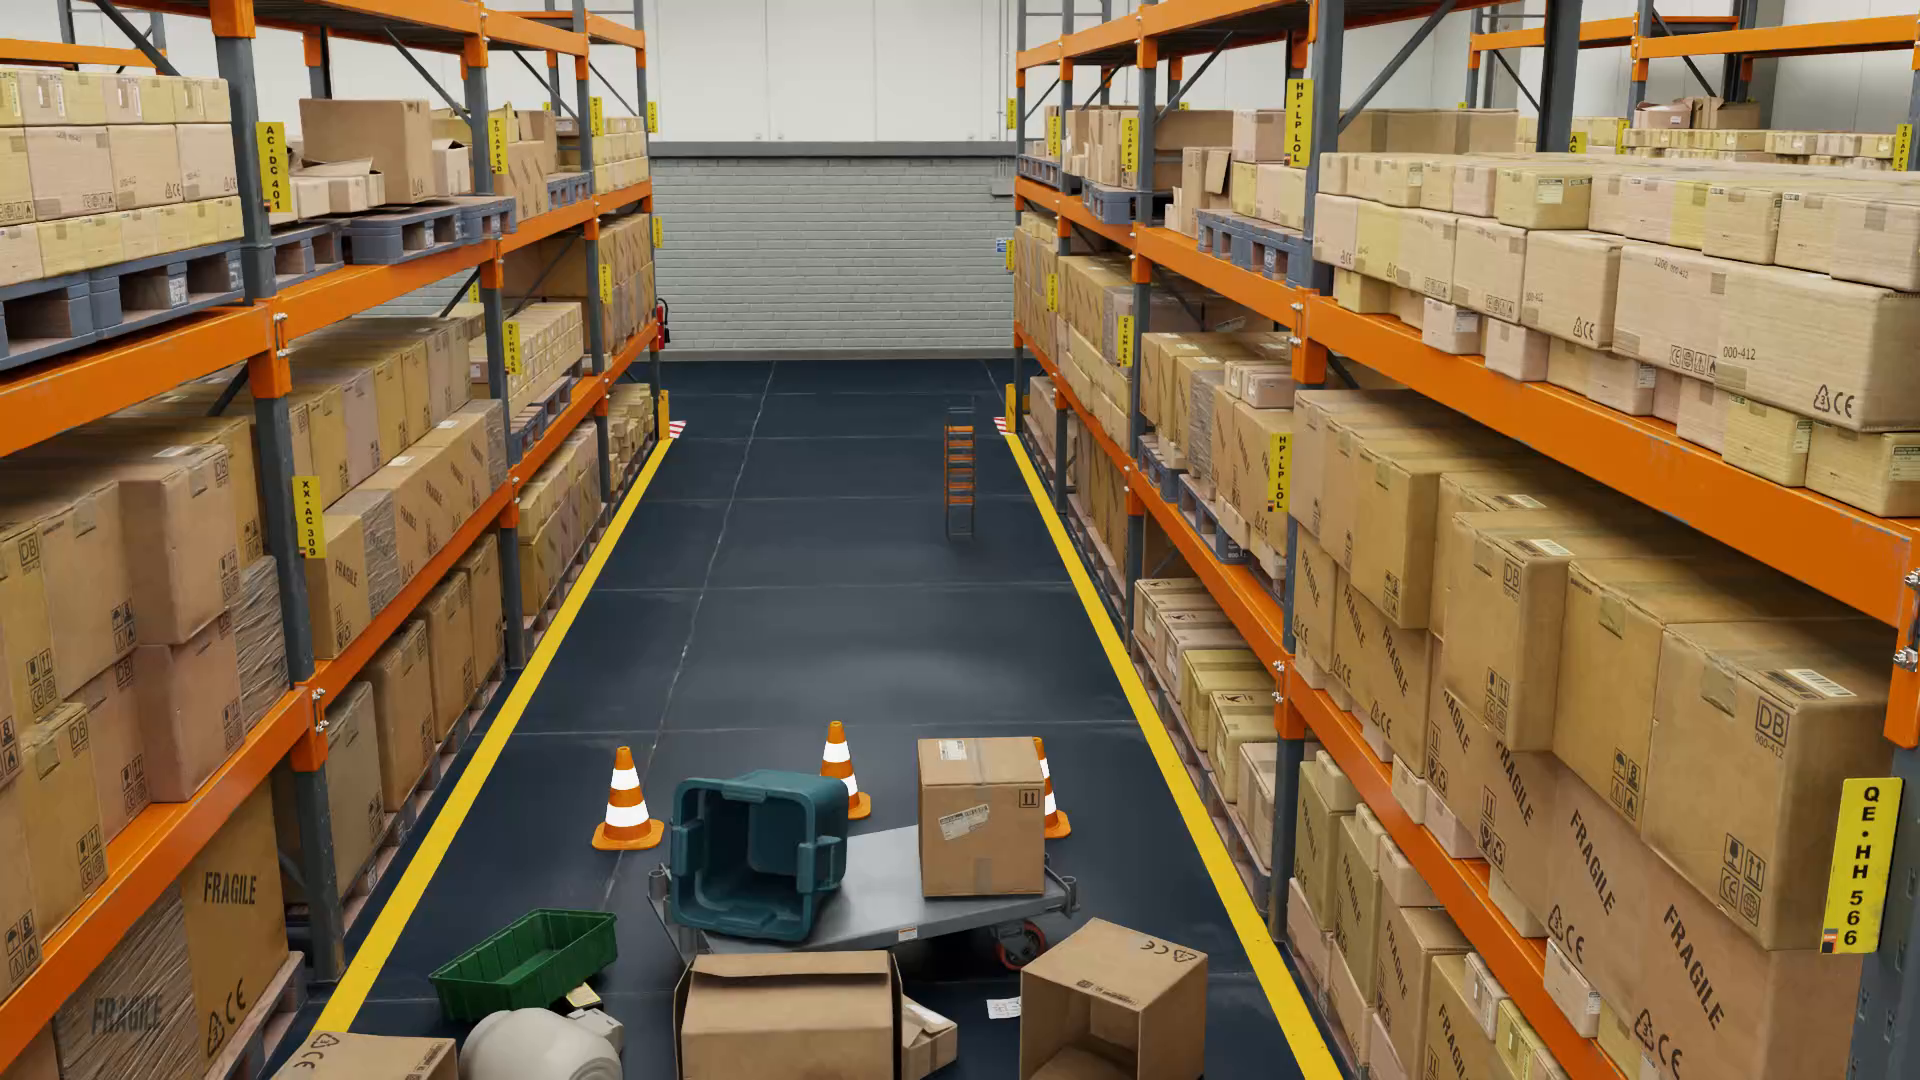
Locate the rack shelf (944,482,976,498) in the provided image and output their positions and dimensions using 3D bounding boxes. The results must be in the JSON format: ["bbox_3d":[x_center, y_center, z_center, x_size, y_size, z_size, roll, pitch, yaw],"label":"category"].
[{"bbox_3d":[0.001,-0.418,13.904,0.258,0.103,0.180,-1,14,-3],"label":"rack shelf"}]

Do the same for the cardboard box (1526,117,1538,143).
[{"bbox_3d":[5.944,-4.058,16.458,0.500,0.250,0.500,0,14,-2],"label":"cardboard box"}]

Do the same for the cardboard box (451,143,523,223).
[{"bbox_3d":[-3.095,-2.262,10.579,0.500,0.500,0.500,-1,14,-3],"label":"cardboard box"}]

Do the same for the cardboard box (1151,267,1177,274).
[{"bbox_3d":[1.691,-1.882,13.114,0.500,0.500,0.500,0,14,-2],"label":"cardboard box"}]

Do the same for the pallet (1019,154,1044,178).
[{"bbox_3d":[1.170,-3.932,17.446,1.003,0.211,1.213,-1,14,-3],"label":"pallet"}]

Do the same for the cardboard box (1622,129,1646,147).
[{"bbox_3d":[5.896,-3.435,14.201,0.380,0.149,0.250,0,14,-2],"label":"cardboard box"}]

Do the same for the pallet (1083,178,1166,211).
[{"bbox_3d":[1.444,-2.515,12.142,1.003,0.211,1.213,0,14,-1],"label":"pallet"}]

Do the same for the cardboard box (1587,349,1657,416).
[{"bbox_3d":[1.761,-0.396,4.029,0.380,0.149,0.250,-1,14,-4],"label":"cardboard box"}]

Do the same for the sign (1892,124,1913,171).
[{"bbox_3d":[6.022,-2.489,10.625,0.100,0.325,0.005,-1,14,-3],"label":"sign"}]

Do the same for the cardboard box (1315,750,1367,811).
[{"bbox_3d":[1.572,0.912,6.331,0.380,0.149,0.250,-1,14,-3],"label":"cardboard box"}]

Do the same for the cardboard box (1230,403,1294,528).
[{"bbox_3d":[1.567,-0.352,7.736,0.500,0.500,0.500,-1,14,-3],"label":"cardboard box"}]

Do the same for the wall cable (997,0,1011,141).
[{"bbox_3d":[0.480,-7.022,23.259,0.463,3.000,0.029,-1,14,-3],"label":"wall cable"}]

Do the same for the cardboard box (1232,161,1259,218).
[{"bbox_3d":[1.619,-1.701,8.057,0.500,0.250,0.500,-1,14,-3],"label":"cardboard box"}]

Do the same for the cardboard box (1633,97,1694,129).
[{"bbox_3d":[5.986,-3.636,14.152,0.396,0.266,0.258,-1,14,-4],"label":"cardboard box"}]

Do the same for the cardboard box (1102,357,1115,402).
[{"bbox_3d":[1.290,-1.130,11.697,0.500,0.250,0.500,-1,14,-5],"label":"cardboard box"}]

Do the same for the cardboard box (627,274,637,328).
[{"bbox_3d":[-3.448,-2.311,16.192,0.500,0.500,0.500,0,14,-1],"label":"cardboard box"}]

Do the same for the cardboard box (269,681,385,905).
[{"bbox_3d":[-3.205,1.113,7.354,1.050,0.750,0.750,-1,14,-4],"label":"cardboard box"}]

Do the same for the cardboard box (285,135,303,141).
[{"bbox_3d":[-3.500,-2.093,9.257,0.500,0.311,0.500,-1,14,-3],"label":"cardboard box"}]

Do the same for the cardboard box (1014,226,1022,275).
[{"bbox_3d":[0.859,-3.115,17.907,0.500,0.500,0.500,-1,14,-5],"label":"cardboard box"}]

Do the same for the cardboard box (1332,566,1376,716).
[{"bbox_3d":[1.661,0.324,5.950,0.500,0.500,0.500,-1,14,-4],"label":"cardboard box"}]

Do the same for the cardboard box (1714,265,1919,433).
[{"bbox_3d":[1.804,-0.374,3.146,0.500,0.250,0.500,-1,14,-4],"label":"cardboard box"}]

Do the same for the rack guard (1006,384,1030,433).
[{"bbox_3d":[1.112,-1.502,18.860,1.175,0.500,0.348,-1,14,-3],"label":"rack guard"}]

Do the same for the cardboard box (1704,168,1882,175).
[{"bbox_3d":[2.224,-0.915,4.446,0.380,0.149,0.250,-1,14,-2],"label":"cardboard box"}]

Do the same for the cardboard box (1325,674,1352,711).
[{"bbox_3d":[1.624,0.545,6.392,0.380,0.149,0.250,0,14,-2],"label":"cardboard box"}]

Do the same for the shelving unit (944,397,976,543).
[{"bbox_3d":[0.001,-0.577,13.863,0.258,1.200,0.189,-1,14,-3],"label":"shelving unit"}]

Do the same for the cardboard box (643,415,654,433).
[{"bbox_3d":[-3.463,-1.237,17.694,0.380,0.149,0.250,0,14,-2],"label":"cardboard box"}]

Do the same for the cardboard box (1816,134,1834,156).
[{"bbox_3d":[6.295,-2.789,11.729,0.380,0.149,0.250,-1,14,-4],"label":"cardboard box"}]

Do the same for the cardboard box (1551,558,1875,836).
[{"bbox_3d":[1.832,0.347,3.856,0.700,0.500,0.500,-1,14,-3],"label":"cardboard box"}]

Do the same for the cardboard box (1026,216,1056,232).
[{"bbox_3d":[0.883,-3.265,17.187,0.380,0.149,0.250,-1,14,-5],"label":"cardboard box"}]

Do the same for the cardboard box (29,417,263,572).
[{"bbox_3d":[-3.089,-0.124,6.019,0.875,0.550,0.550,-1,14,-3],"label":"cardboard box"}]

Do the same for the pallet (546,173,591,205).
[{"bbox_3d":[-3.641,-2.817,13.310,1.213,0.211,1.003,-1,14,-3],"label":"pallet"}]

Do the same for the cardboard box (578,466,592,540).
[{"bbox_3d":[-3.244,-0.295,13.327,0.500,0.500,0.500,-1,14,-5],"label":"cardboard box"}]

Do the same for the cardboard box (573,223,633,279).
[{"bbox_3d":[-3.435,-2.785,16.026,0.500,0.500,0.500,-1,14,-5],"label":"cardboard box"}]

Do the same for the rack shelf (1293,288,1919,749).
[{"bbox_3d":[1.981,-0.329,4.708,1.077,0.370,4.000,-1,14,-3],"label":"rack shelf"}]

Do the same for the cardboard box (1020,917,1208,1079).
[{"bbox_3d":[0.565,1.775,6.120,0.500,0.500,0.500,10,18,35],"label":"cardboard box"}]

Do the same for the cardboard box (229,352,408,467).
[{"bbox_3d":[-3.209,-0.656,8.347,0.700,0.500,0.500,-1,14,-4],"label":"cardboard box"}]

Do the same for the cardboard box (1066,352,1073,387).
[{"bbox_3d":[1.159,-1.397,13.736,0.500,0.250,0.500,-1,14,-5],"label":"cardboard box"}]

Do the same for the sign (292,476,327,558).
[{"bbox_3d":[-2.523,-0.087,6.448,0.100,0.325,0.005,-1,14,-3],"label":"sign"}]

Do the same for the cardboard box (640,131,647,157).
[{"bbox_3d":[-3.538,-4.116,17.283,0.500,0.250,0.500,-1,14,-5],"label":"cardboard box"}]

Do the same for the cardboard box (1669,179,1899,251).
[{"bbox_3d":[1.813,-0.716,3.672,0.380,0.149,0.250,-1,14,-3],"label":"cardboard box"}]

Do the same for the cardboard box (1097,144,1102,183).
[{"bbox_3d":[1.175,-2.645,11.693,0.396,0.266,0.258,-1,14,-5],"label":"cardboard box"}]

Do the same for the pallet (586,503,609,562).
[{"bbox_3d":[-3.523,-0.066,13.859,1.003,0.211,1.213,-1,14,-3],"label":"pallet"}]

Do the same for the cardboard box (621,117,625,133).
[{"bbox_3d":[-3.459,-4.023,16.120,0.380,0.149,0.250,-1,14,-2],"label":"cardboard box"}]

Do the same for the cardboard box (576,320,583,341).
[{"bbox_3d":[-3.351,-1.740,13.833,0.380,0.149,0.250,0,14,-2],"label":"cardboard box"}]

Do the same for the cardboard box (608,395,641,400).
[{"bbox_3d":[-3.481,-1.397,17.119,0.380,0.149,0.250,-1,15,-6],"label":"cardboard box"}]

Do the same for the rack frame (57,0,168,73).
[{"bbox_3d":[-8.777,-5.459,17.183,1.000,3.000,0.127,-1,14,-3],"label":"rack frame"}]

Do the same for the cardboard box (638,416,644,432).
[{"bbox_3d":[-3.424,-1.187,16.901,0.380,0.149,0.250,-1,14,-3],"label":"cardboard box"}]

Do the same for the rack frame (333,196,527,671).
[{"bbox_3d":[-3.325,-0.615,10.397,1.000,3.000,0.127,-1,14,-3],"label":"rack frame"}]

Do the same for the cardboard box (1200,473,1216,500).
[{"bbox_3d":[1.496,-0.312,8.881,0.380,0.149,0.250,0,14,-2],"label":"cardboard box"}]

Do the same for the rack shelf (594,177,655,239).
[{"bbox_3d":[-3.697,-3.212,15.913,1.077,0.370,4.000,-1,14,-3],"label":"rack shelf"}]

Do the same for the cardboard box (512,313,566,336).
[{"bbox_3d":[-3.305,-1.687,13.029,0.380,0.149,0.250,-1,14,-4],"label":"cardboard box"}]

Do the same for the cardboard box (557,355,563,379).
[{"bbox_3d":[-3.282,-1.338,12.868,0.380,0.149,0.250,-2,15,-6],"label":"cardboard box"}]

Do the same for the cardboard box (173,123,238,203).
[{"bbox_3d":[-2.790,-1.278,5.614,0.500,0.250,0.500,-1,14,-4],"label":"cardboard box"}]

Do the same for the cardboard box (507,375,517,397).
[{"bbox_3d":[-3.173,-1.032,11.081,0.380,0.149,0.250,0,14,-1],"label":"cardboard box"}]

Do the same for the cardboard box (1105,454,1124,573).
[{"bbox_3d":[1.598,-0.286,12.540,0.875,0.875,0.875,-1,14,-3],"label":"cardboard box"}]
